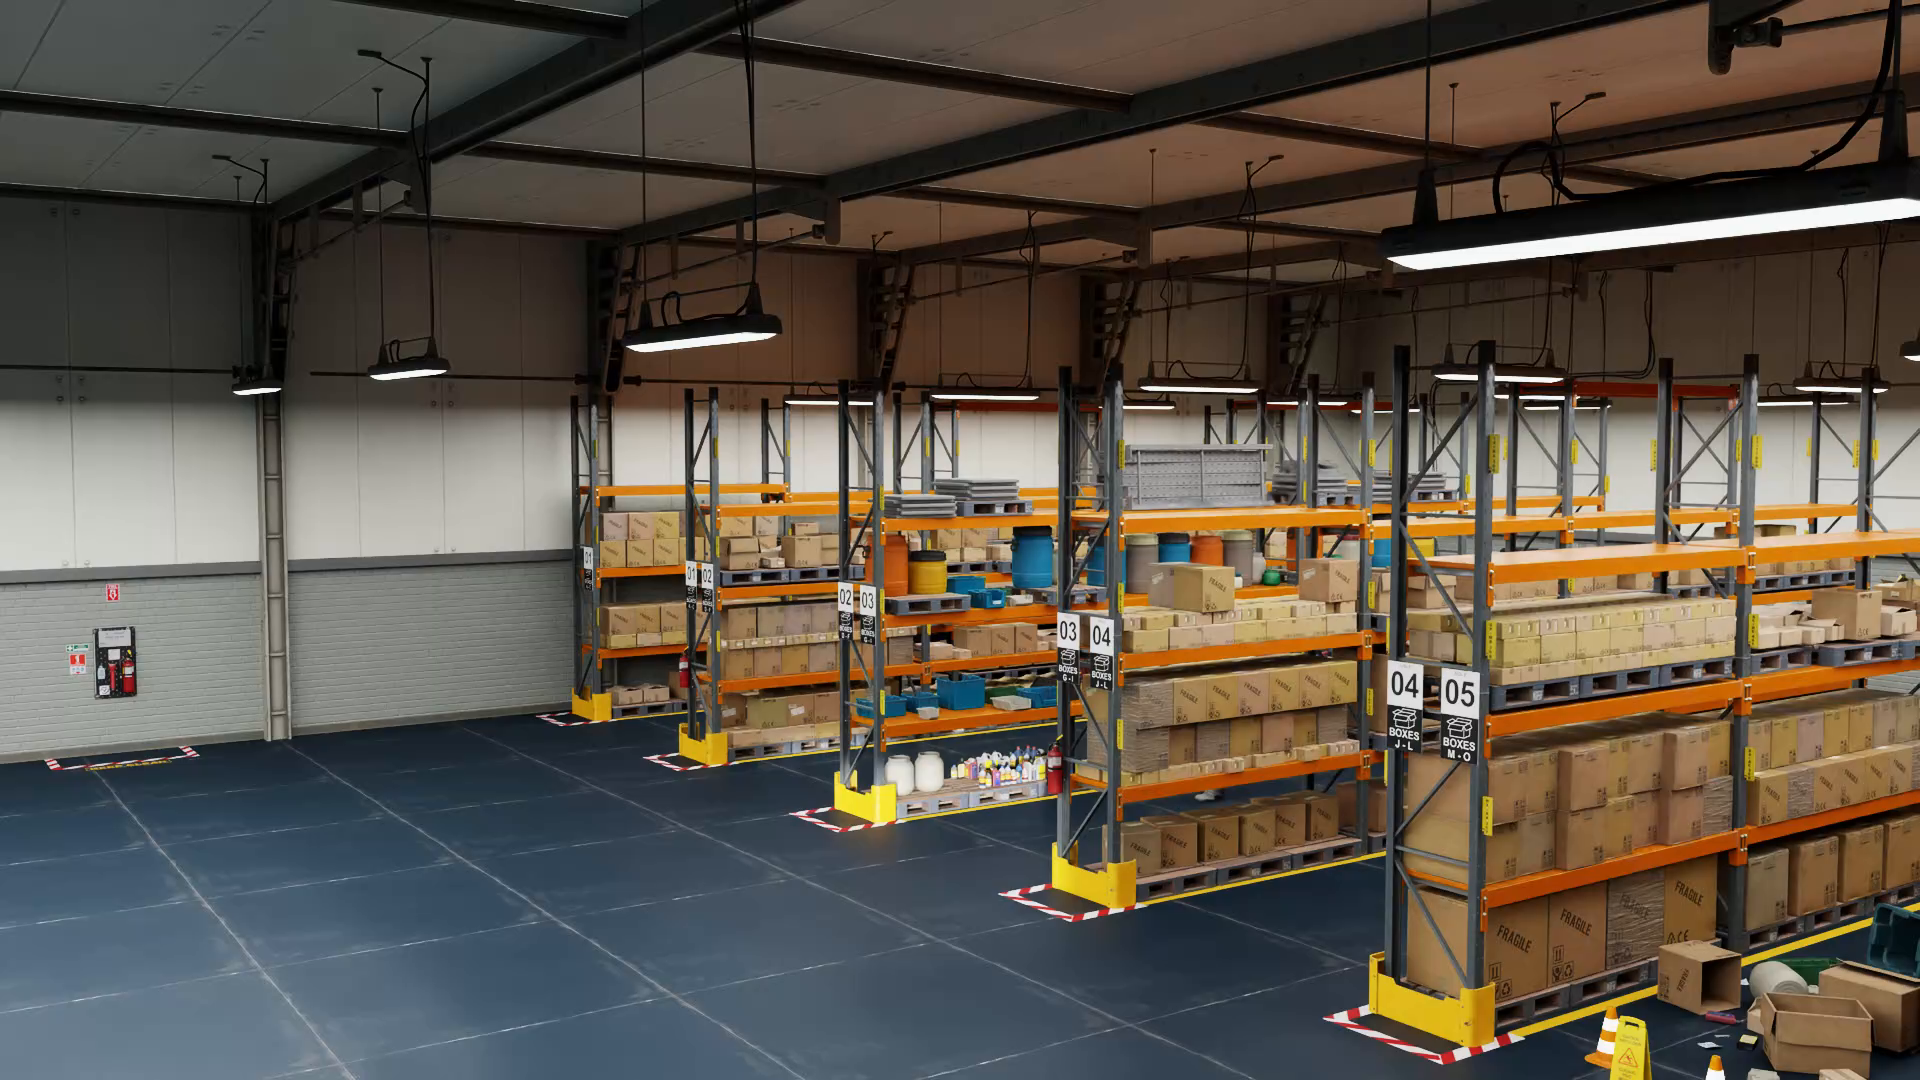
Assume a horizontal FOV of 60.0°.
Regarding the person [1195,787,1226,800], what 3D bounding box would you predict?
[{"bbox_3d":[3.661,2.836,23.968,0.436,1.779,0.532,2,4,28],"label":"person"}]
